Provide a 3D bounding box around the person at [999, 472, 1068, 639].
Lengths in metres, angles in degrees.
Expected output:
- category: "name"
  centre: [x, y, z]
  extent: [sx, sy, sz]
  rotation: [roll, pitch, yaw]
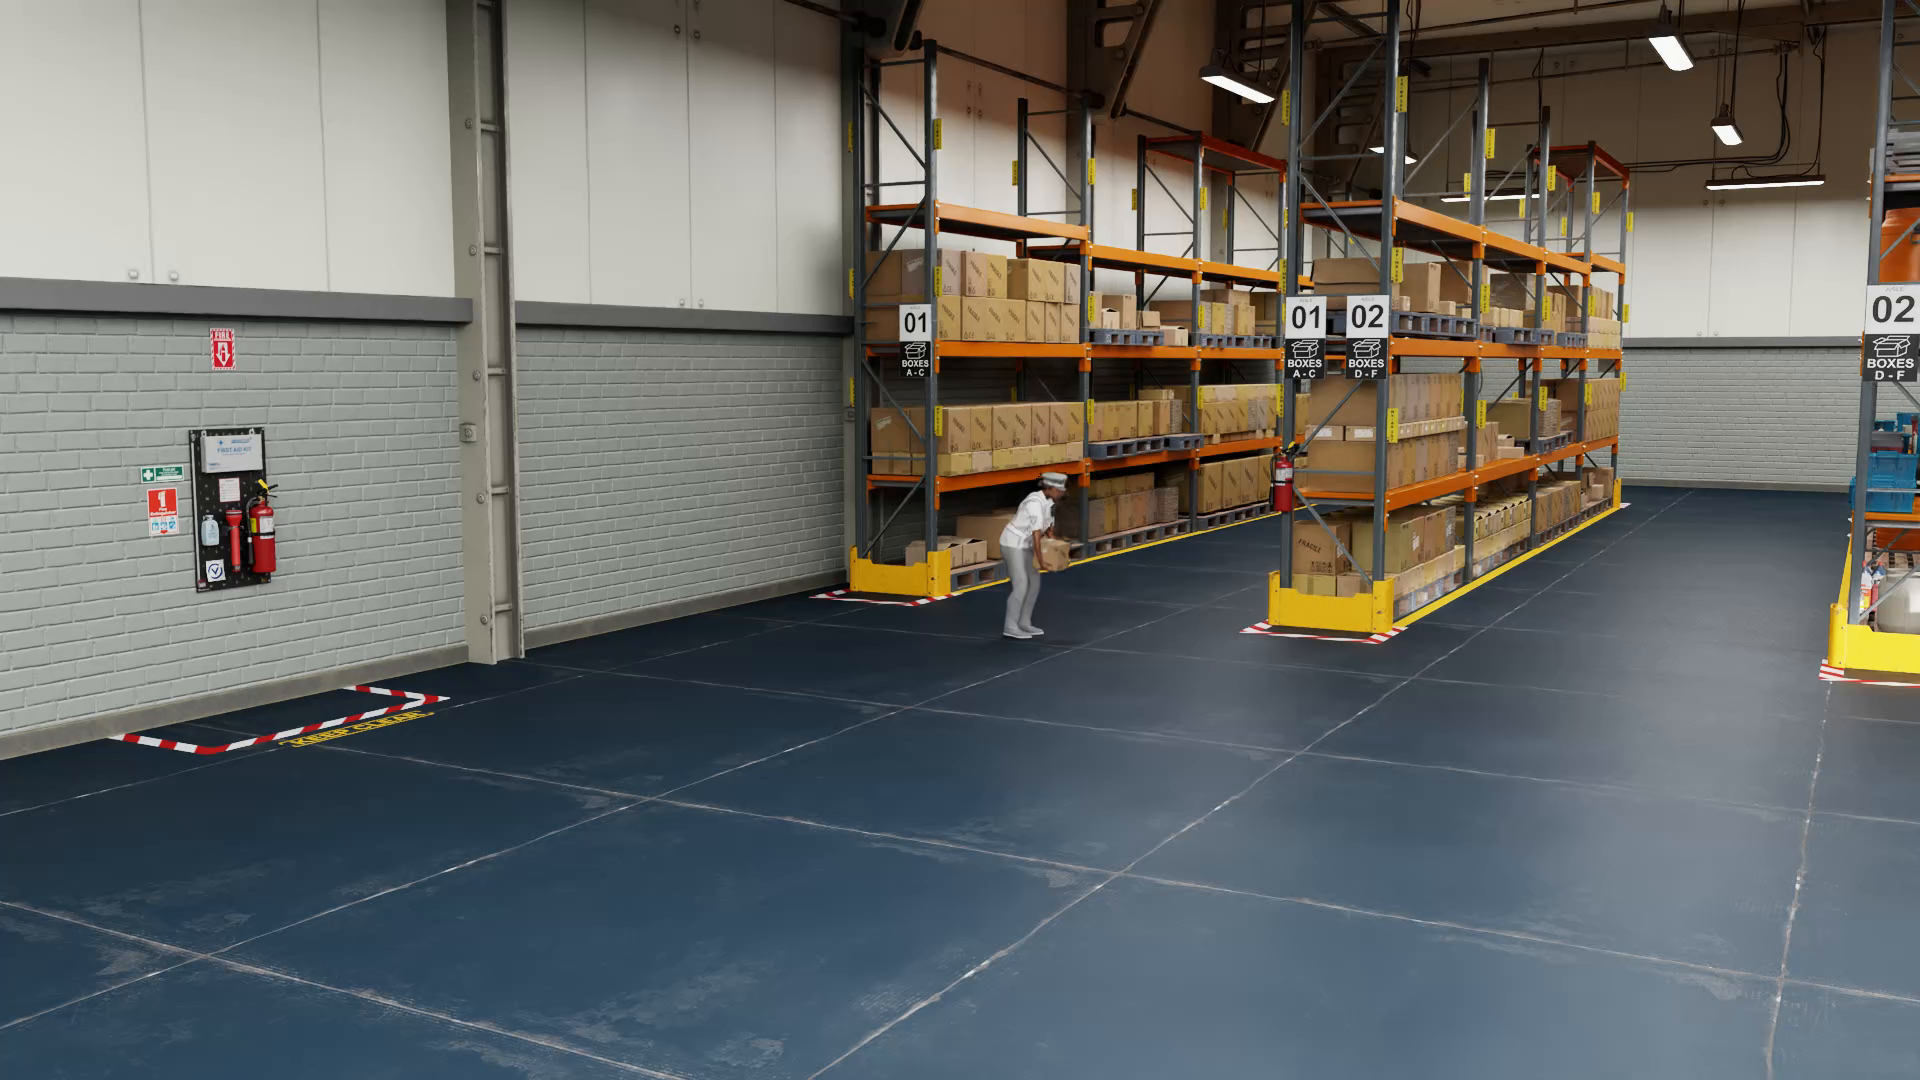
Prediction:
- category: "person"
  centre: [0.695, 0.141, 15.584]
  extent: [0.648, 1.558, 0.412]
  rotation: [3, 7, 27]
